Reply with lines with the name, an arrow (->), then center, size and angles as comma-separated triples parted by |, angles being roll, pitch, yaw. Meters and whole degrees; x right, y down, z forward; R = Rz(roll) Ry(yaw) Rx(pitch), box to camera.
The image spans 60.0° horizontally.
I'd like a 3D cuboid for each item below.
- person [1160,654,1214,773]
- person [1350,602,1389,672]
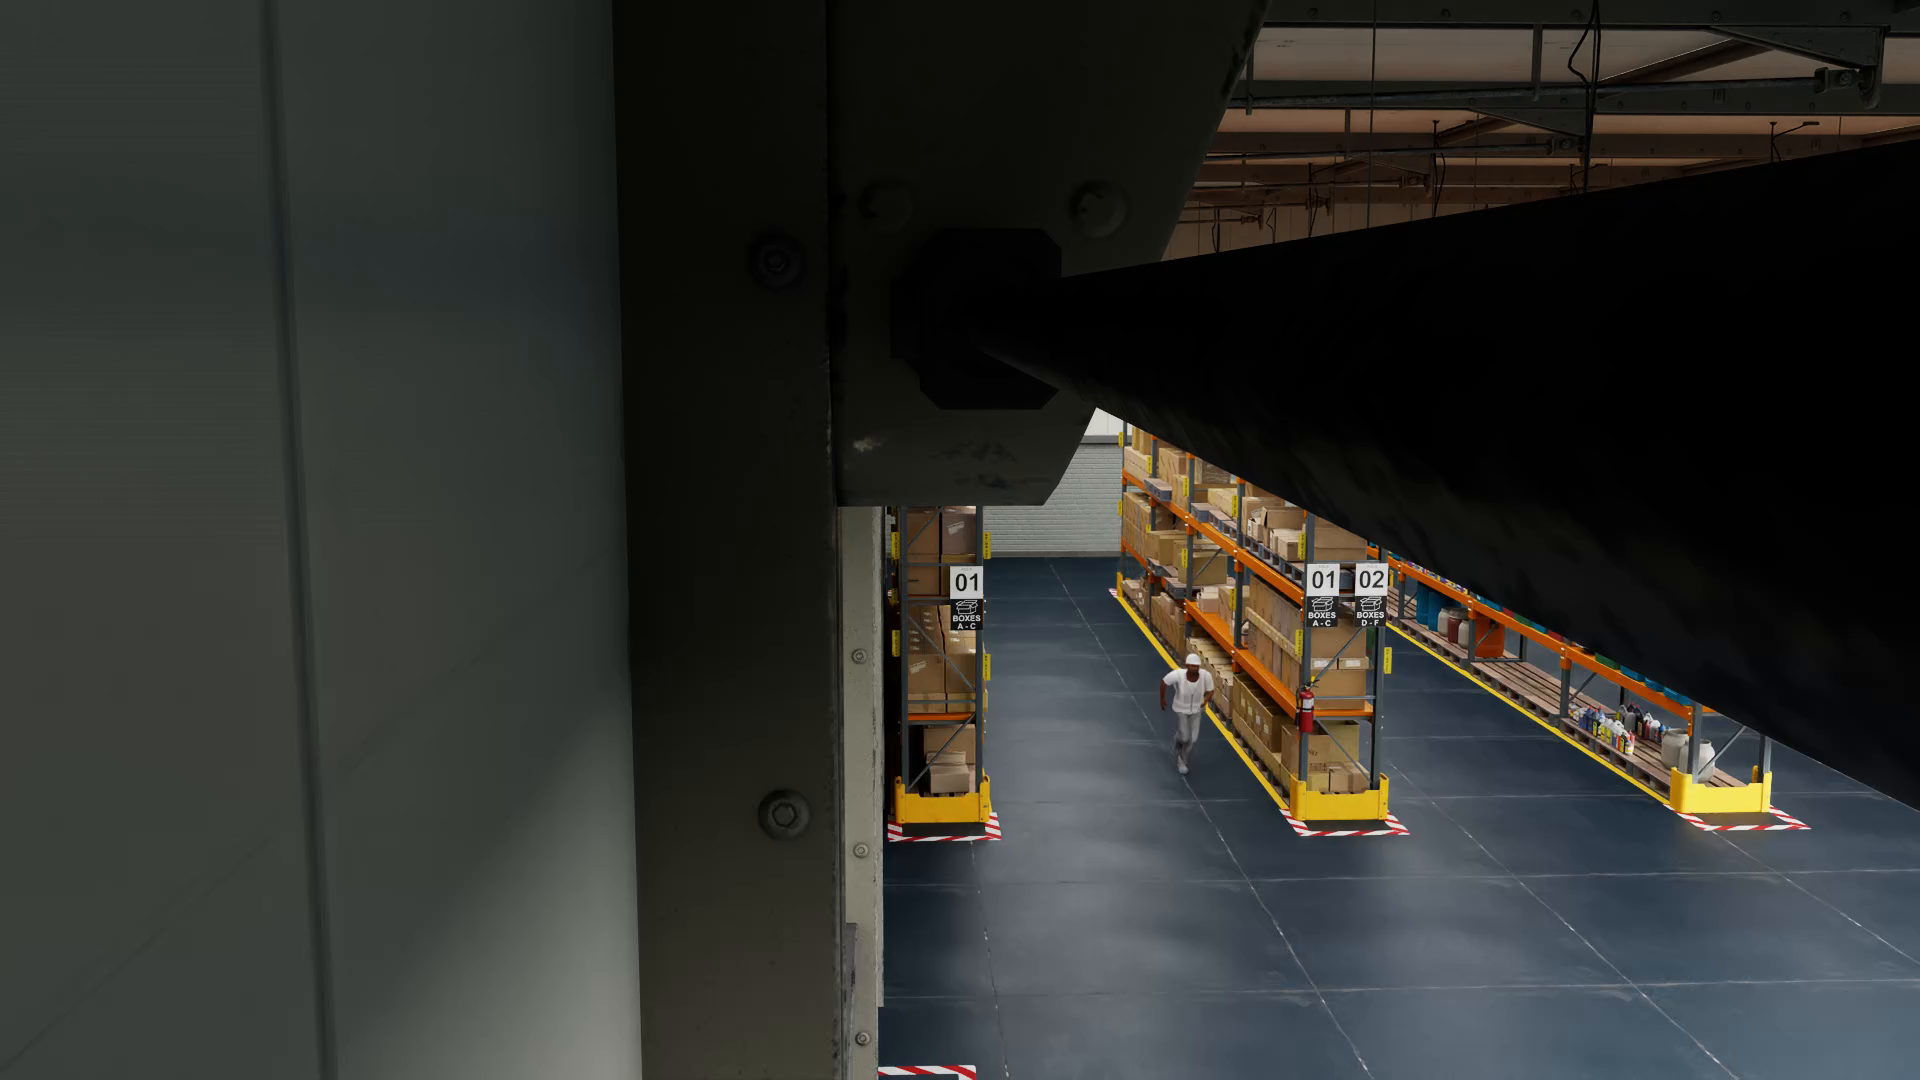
person -> 3.099, 2.345, 22.605 | 0.689, 1.685, 0.733 | -2, 8, -11
person -> 7.178, 1.375, 29.188 | 0.655, 1.774, 0.804 | 0, 8, -3
